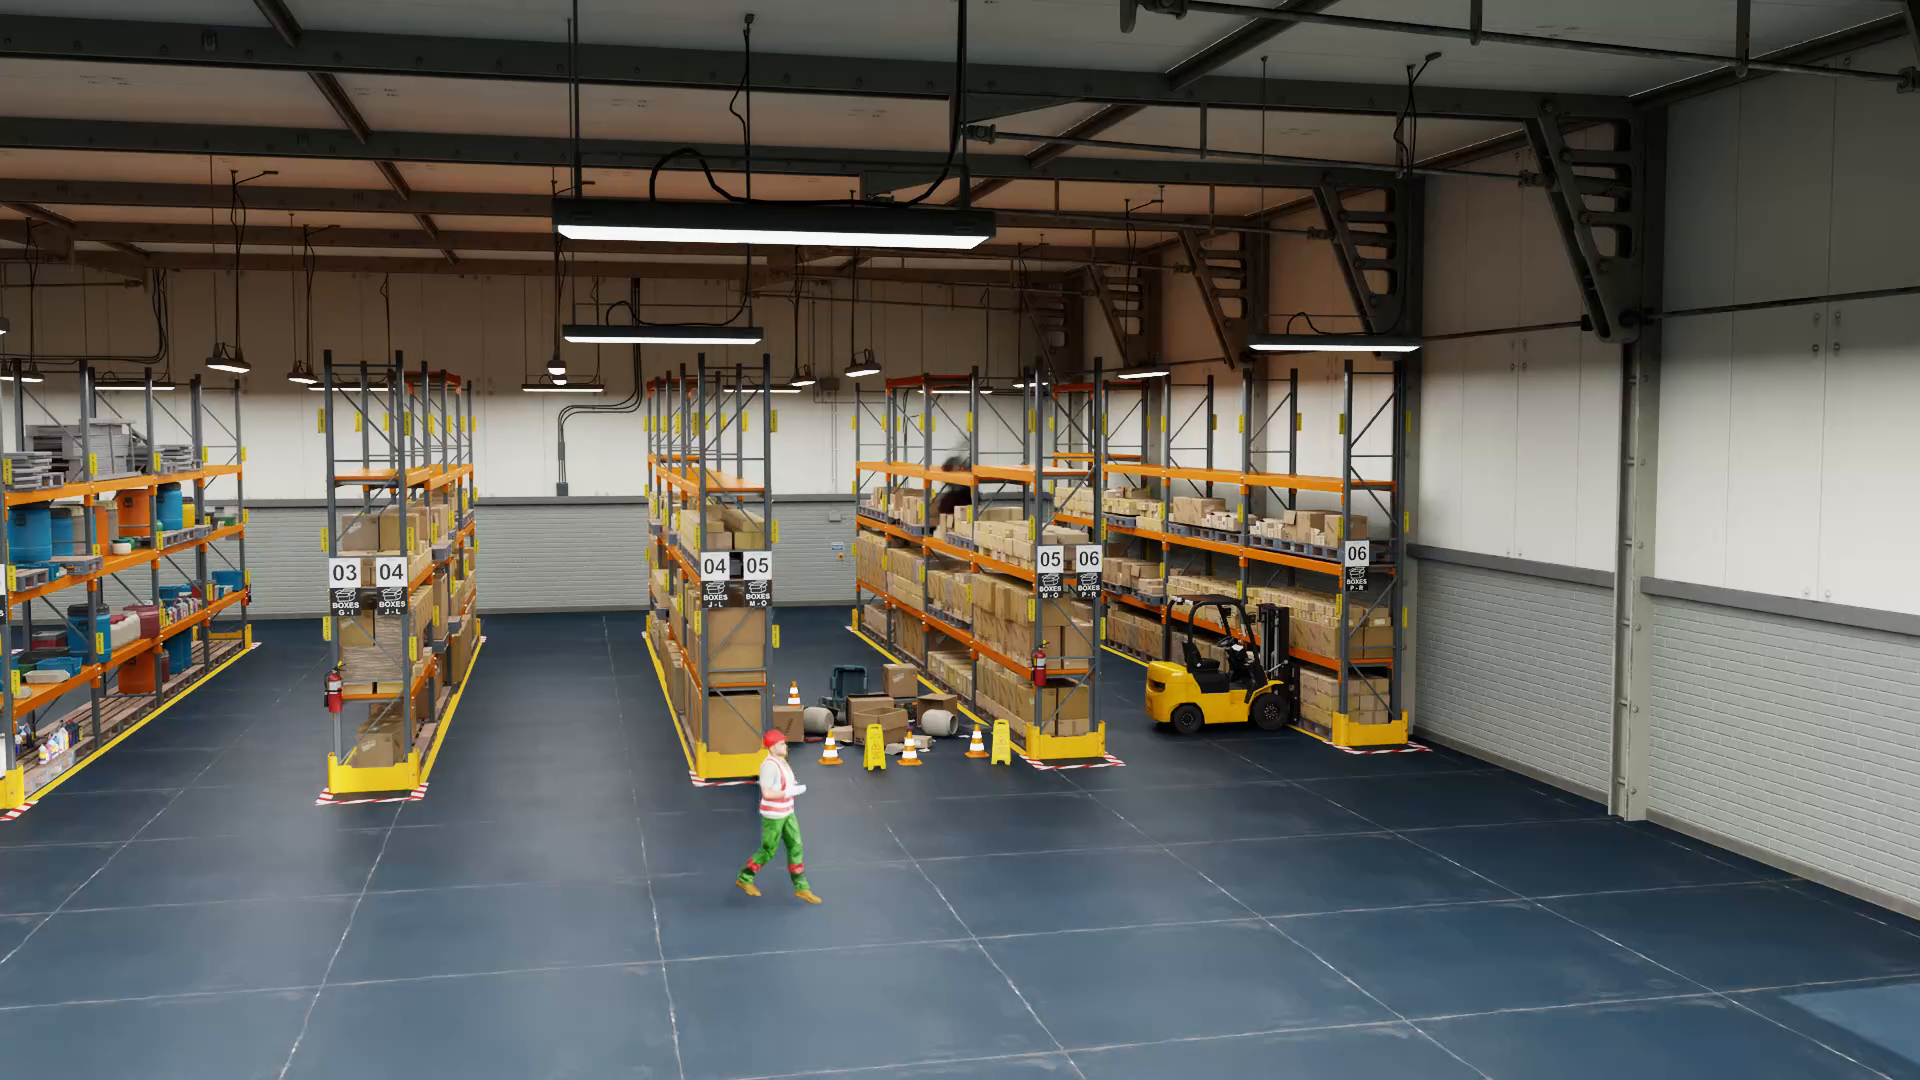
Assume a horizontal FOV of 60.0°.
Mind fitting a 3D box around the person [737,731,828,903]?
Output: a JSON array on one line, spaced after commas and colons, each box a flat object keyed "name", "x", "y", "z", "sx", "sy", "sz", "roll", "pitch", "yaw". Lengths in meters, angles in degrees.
[{"name": "person", "x": -1.857, "y": 2.876, "z": 17.301, "sx": 0.971, "sy": 1.792, "sz": 0.653, "roll": 1, "pitch": 4, "yaw": 16}]
